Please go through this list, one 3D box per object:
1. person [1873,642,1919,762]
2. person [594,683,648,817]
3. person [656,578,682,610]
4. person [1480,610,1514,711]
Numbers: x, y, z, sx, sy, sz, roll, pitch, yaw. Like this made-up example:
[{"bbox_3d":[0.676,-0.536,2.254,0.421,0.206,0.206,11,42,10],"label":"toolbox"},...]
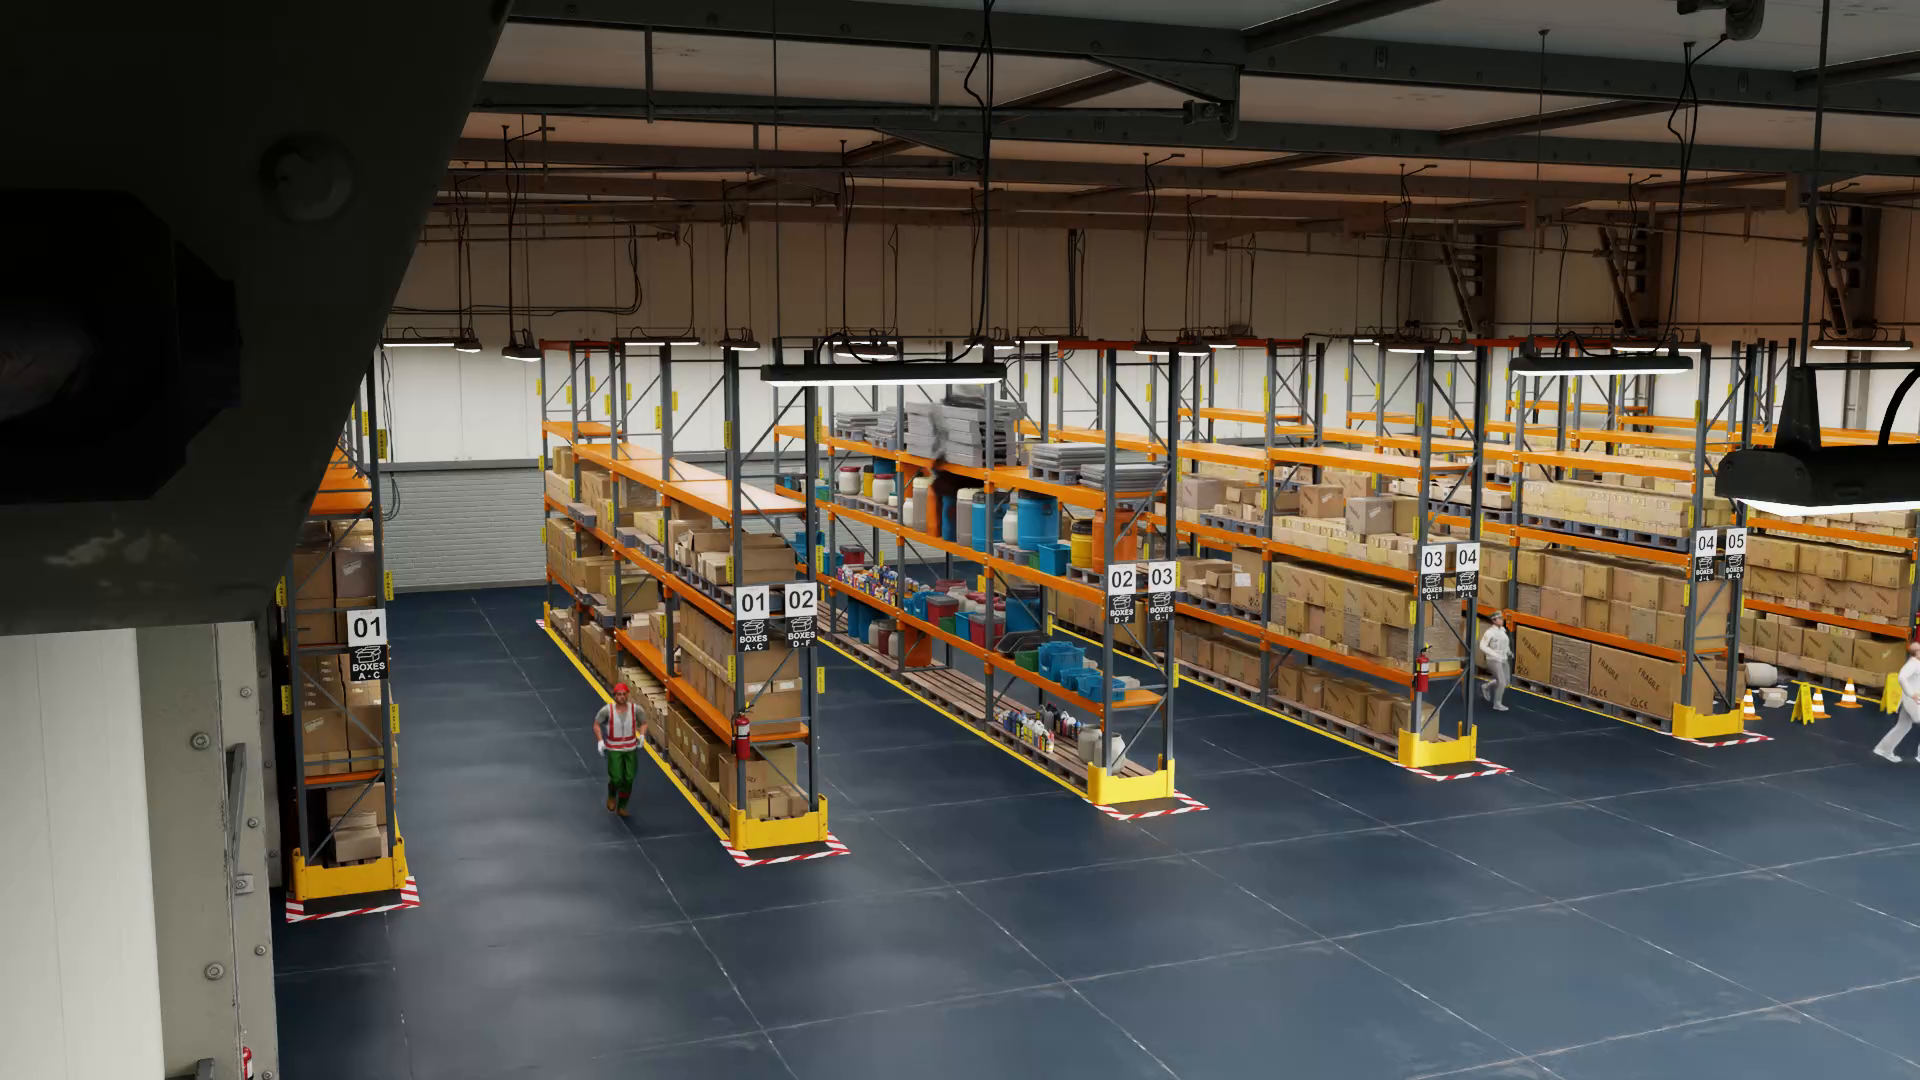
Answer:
[{"bbox_3d":[13.588,2.374,23.747,0.882,1.850,0.688,2,8,17],"label":"person"},{"bbox_3d":[-4.323,2.694,21.348,0.668,1.749,0.583,-3,8,-22],"label":"person"},{"bbox_3d":[-6.249,0.927,35.157,0.890,1.707,0.706,7,10,43],"label":"person"},{"bbox_3d":[8.809,1.960,27.367,0.616,1.649,0.590,-5,9,-34],"label":"person"}]
